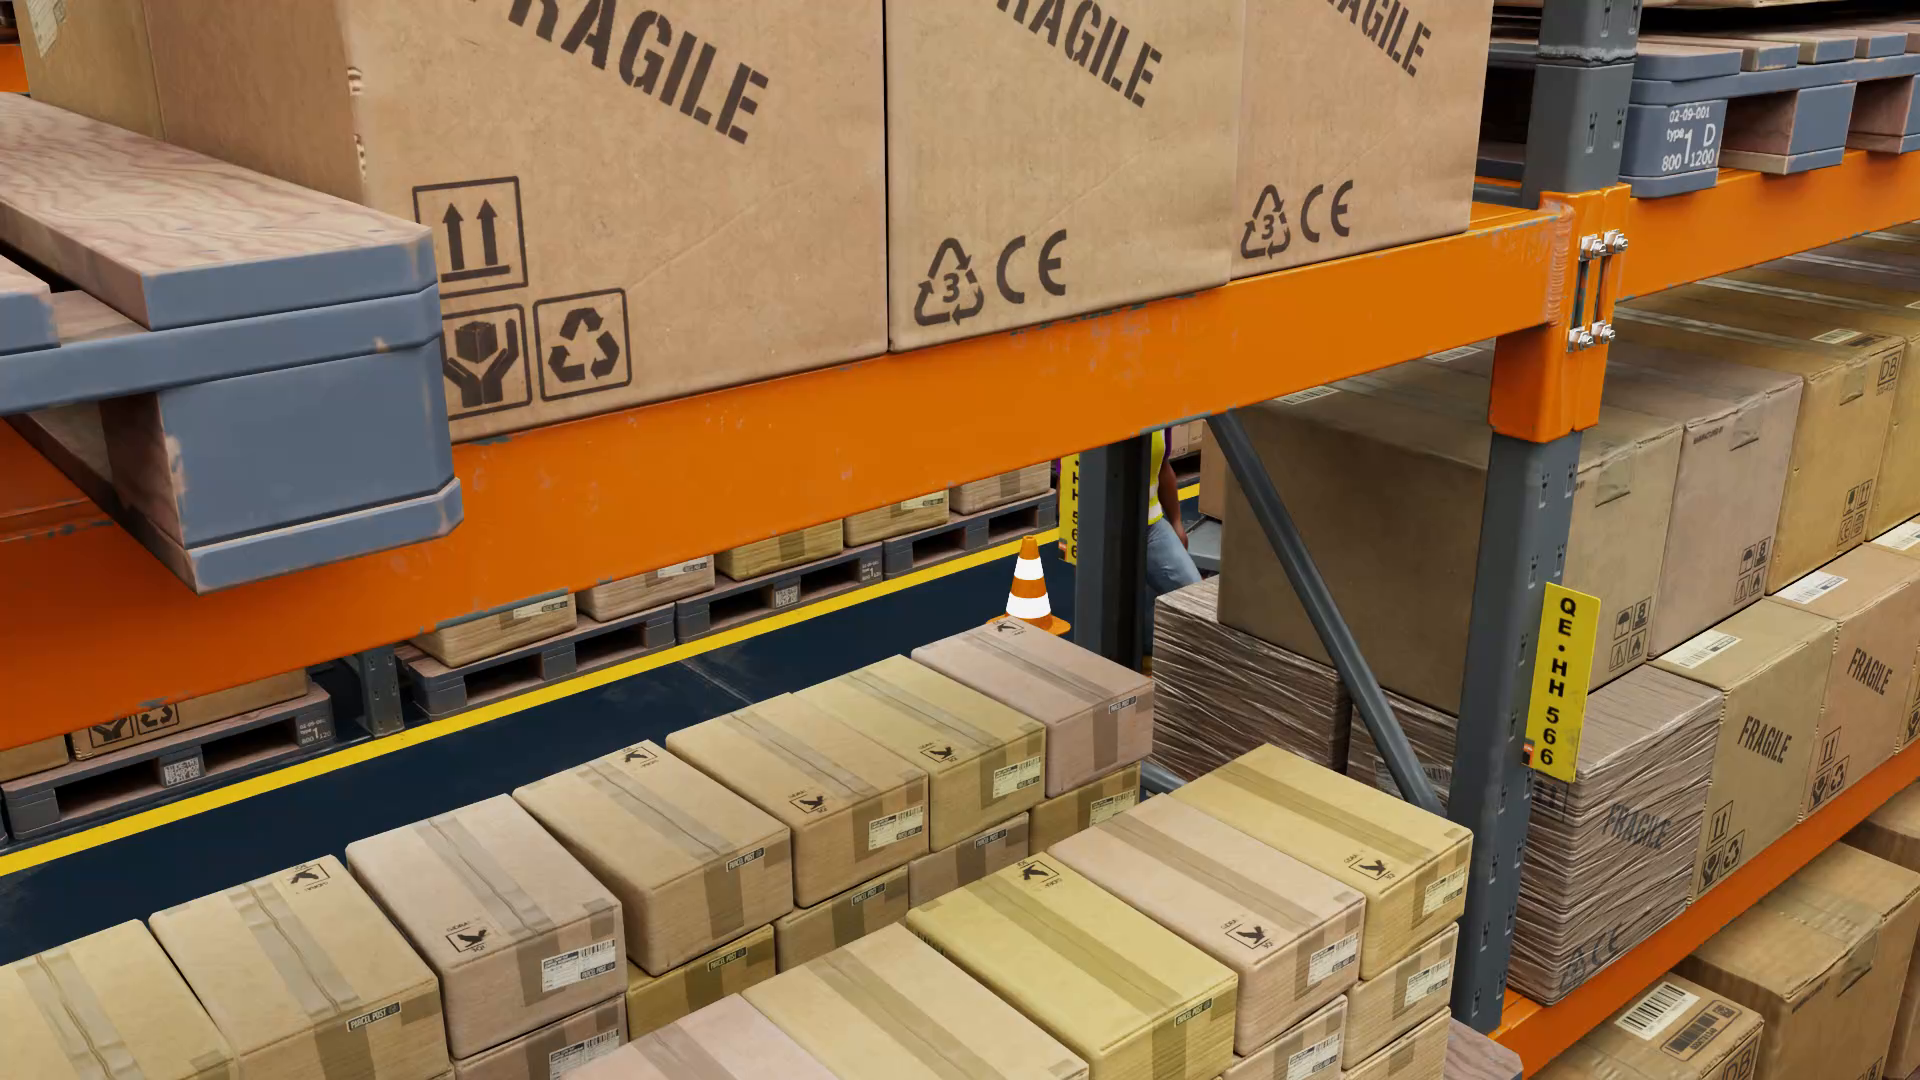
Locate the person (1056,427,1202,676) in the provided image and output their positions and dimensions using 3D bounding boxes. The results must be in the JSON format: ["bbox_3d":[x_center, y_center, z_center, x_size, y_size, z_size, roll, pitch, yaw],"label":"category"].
[{"bbox_3d":[0.672,-0.001,6.552,0.625,1.765,0.555,-17,27,-38],"label":"person"}]
